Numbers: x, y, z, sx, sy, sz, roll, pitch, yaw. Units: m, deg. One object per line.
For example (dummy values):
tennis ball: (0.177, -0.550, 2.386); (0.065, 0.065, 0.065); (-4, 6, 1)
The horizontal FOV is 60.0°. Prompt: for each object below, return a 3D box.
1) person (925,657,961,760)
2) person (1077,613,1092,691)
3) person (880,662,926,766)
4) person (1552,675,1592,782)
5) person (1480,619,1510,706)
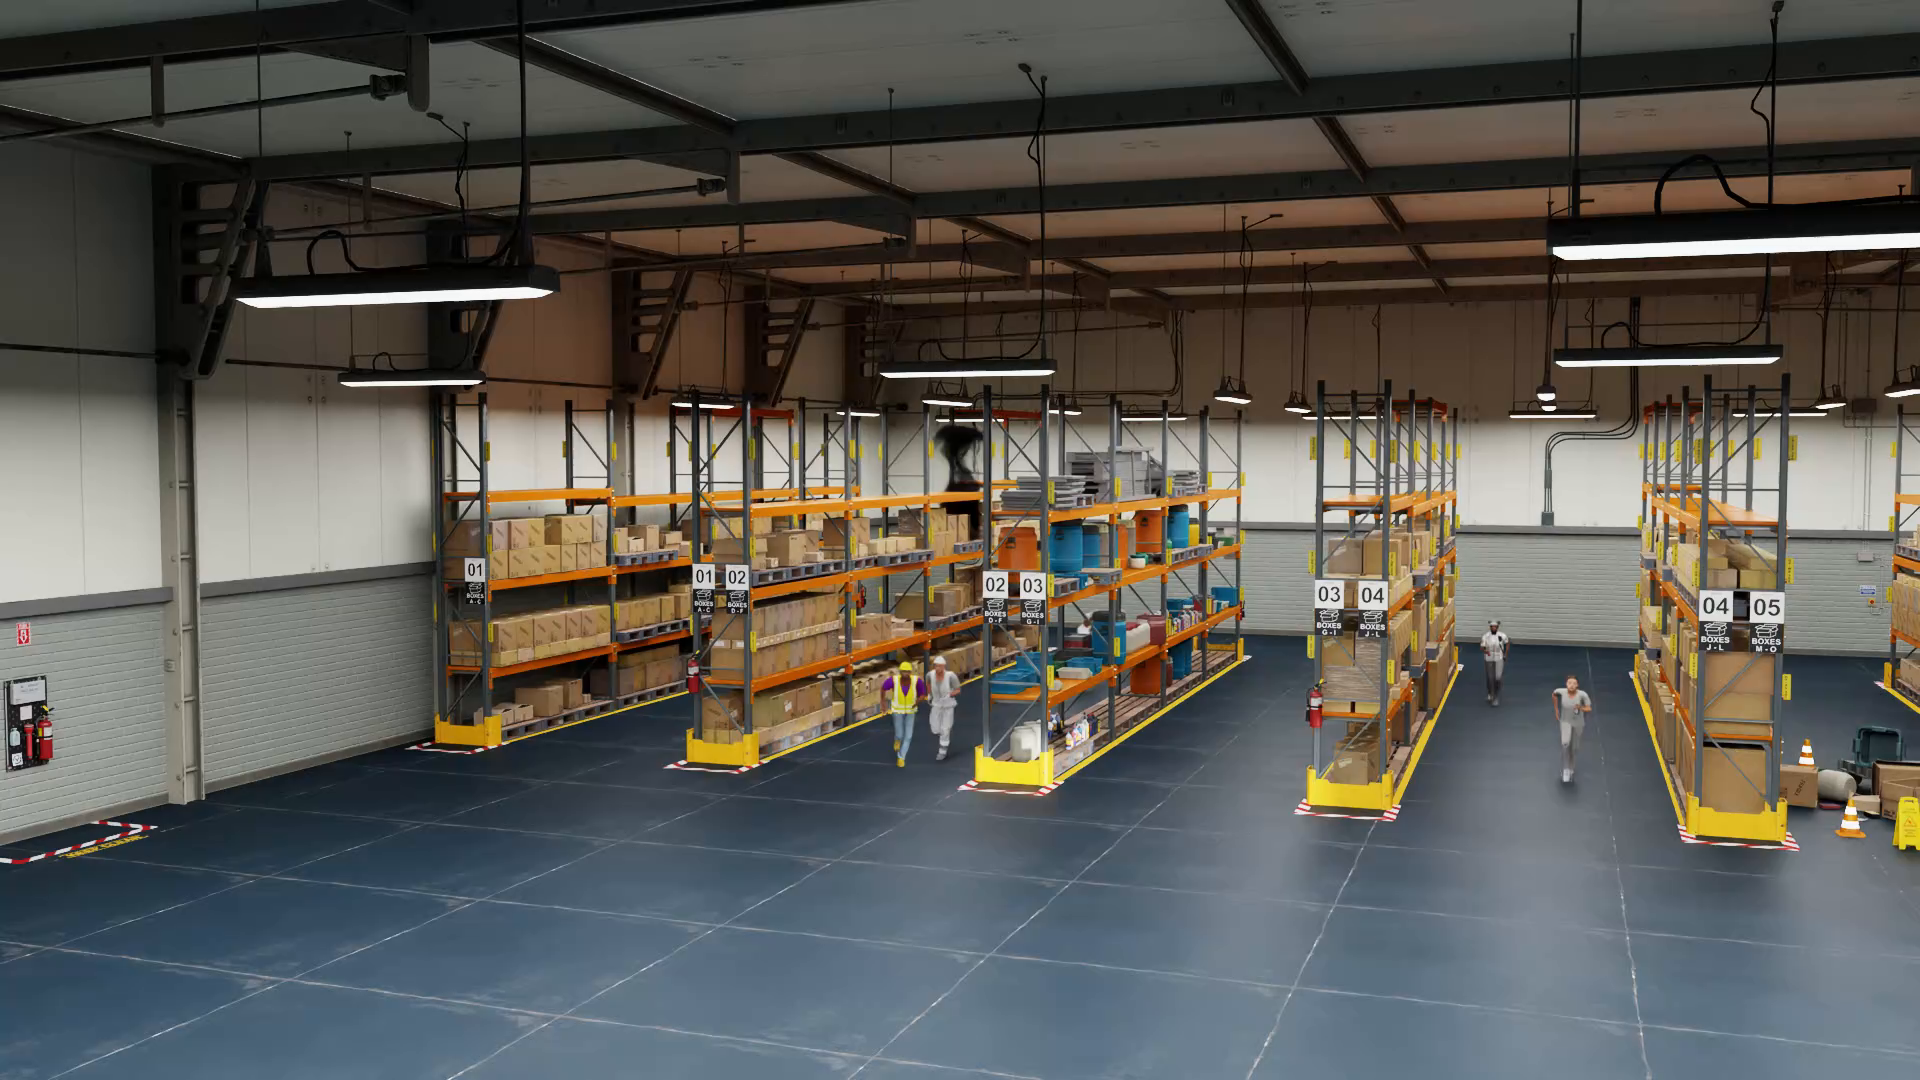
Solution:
person: (-0.291, 2.723, 26.995); (0.651, 1.707, 0.743); (1, 3, 13)
person: (2.644, 2.347, 34.528); (0.580, 1.658, 0.638); (1, 3, 19)
person: (-0.899, 2.762, 26.484); (0.689, 1.686, 0.737); (-1, 3, -13)
person: (9.294, 2.835, 25.280); (0.558, 1.624, 0.894); (1, 3, 18)
person: (10.575, 2.422, 32.923); (0.525, 1.741, 0.767); (1, 3, 25)
